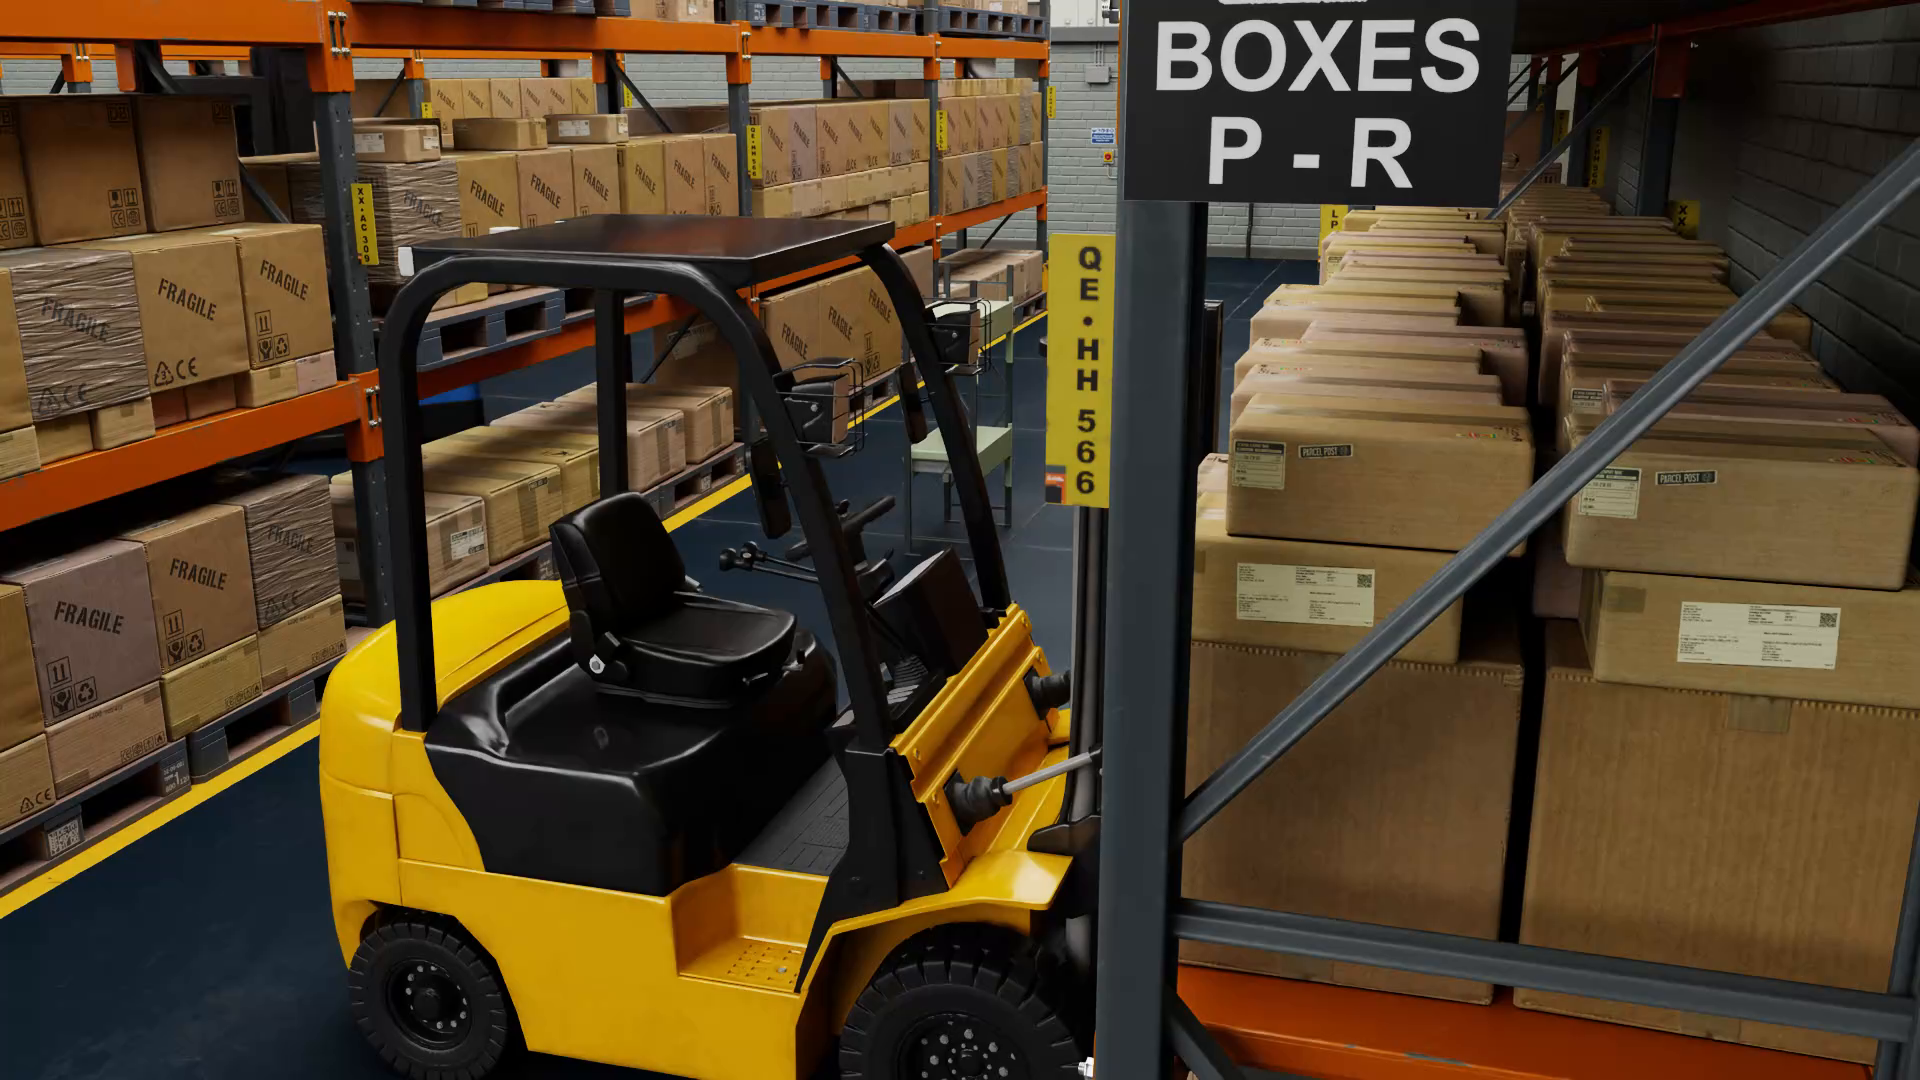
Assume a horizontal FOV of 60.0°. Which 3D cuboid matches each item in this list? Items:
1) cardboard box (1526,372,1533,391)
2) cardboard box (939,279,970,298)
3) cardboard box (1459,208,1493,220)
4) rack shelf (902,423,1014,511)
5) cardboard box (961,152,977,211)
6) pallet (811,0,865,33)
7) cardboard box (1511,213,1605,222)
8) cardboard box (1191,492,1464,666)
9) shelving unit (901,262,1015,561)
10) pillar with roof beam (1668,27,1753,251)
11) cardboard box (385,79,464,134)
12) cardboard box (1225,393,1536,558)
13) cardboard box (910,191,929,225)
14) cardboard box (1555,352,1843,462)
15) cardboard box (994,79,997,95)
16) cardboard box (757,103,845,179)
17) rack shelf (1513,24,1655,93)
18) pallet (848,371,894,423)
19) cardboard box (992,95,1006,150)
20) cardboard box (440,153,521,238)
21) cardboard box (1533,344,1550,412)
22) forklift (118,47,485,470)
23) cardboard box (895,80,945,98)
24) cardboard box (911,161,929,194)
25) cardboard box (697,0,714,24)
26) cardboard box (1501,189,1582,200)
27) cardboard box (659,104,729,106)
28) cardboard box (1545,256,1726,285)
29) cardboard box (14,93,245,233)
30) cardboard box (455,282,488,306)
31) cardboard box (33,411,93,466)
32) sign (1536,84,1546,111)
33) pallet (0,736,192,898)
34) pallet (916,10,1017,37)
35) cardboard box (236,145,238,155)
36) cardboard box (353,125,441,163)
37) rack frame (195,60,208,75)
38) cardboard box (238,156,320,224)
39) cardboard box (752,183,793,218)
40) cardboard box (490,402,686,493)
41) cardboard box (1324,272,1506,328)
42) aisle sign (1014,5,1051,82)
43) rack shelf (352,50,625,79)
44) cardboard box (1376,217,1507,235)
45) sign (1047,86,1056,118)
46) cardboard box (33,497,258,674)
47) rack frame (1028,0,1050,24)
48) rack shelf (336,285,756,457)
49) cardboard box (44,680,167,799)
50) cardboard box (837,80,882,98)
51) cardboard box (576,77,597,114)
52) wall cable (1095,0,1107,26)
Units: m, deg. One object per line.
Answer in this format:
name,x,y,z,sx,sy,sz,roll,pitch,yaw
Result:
cardboard box,1.656,-0.173,4.260,0.500,0.500,0.500,4,16,14
cardboard box,-0.400,-2.130,15.267,0.875,0.438,0.875,4,16,15
cardboard box,2.231,-1.460,7.607,0.380,0.149,0.250,5,16,16
rack shelf,-0.002,-0.406,9.208,0.431,0.370,0.720,5,16,16
cardboard box,-0.150,-3.286,15.236,0.500,0.500,0.500,5,17,16
pallet,-1.371,-3.776,11.993,1.003,0.211,1.213,5,17,18
cardboard box,2.524,-1.293,7.018,0.380,0.149,0.250,4,16,15
cardboard box,0.499,0.046,2.297,0.380,0.149,0.250,5,17,17
shelving unit,-0.002,-0.720,9.119,0.431,1.500,0.755,5,16,16
pillar with roof beam,-0.692,-4.383,8.292,9.100,9.000,0.400,5,16,16
cardboard box,-5.094,-4.133,15.844,0.500,0.500,0.500,5,17,17
cardboard box,0.568,-0.094,2.248,0.380,0.149,0.250,5,16,16
cardboard box,-0.567,-2.796,13.963,0.500,0.250,0.500,4,16,15
cardboard box,1.137,-0.192,2.591,0.380,0.149,0.250,5,17,17
cardboard box,0.143,-4.378,16.062,0.380,0.149,0.250,5,17,18
cardboard box,-1.150,-2.862,11.907,0.500,0.500,0.500,5,17,17
rack shelf,2.374,-2.148,7.226,1.077,0.370,4.000,5,16,16
pallet,-1.173,-1.135,12.945,1.003,0.211,1.213,5,16,16
cardboard box,0.138,-4.036,16.046,0.500,0.500,0.500,5,16,15
cardboard box,-2.405,-1.536,7.751,0.500,0.500,0.500,5,16,16
cardboard box,1.523,-0.381,3.802,0.380,0.149,0.250,4,16,14
forklift,-4.910,-2.024,11.095,3.031,2.935,1.130,-9,18,-28
cardboard box,-0.343,-3.908,14.407,0.380,0.149,0.250,4,16,15
cardboard box,-0.573,-3.039,13.904,0.500,0.250,0.500,5,16,16
cardboard box,-1.706,-3.182,10.013,0.380,0.149,0.250,5,16,16
cardboard box,2.944,-1.693,8.430,0.380,0.149,0.250,5,16,16
cardboard box,-1.784,-2.778,11.610,0.500,0.500,0.500,5,17,17
cardboard box,1.610,-0.591,4.000,0.380,0.149,0.250,4,16,15
cardboard box,-3.288,-1.486,6.509,0.700,0.500,0.500,4,16,15
cardboard box,-2.415,-1.177,7.675,0.380,0.149,0.250,5,17,17
cardboard box,-3.141,-0.352,5.535,0.380,0.149,0.250,4,16,15
sign,5.742,-4.328,16.390,0.100,0.325,0.005,5,16,16
pallet,-3.456,0.929,5.669,1.003,0.211,1.213,5,16,16
pallet,-0.090,-4.936,15.902,1.003,0.211,1.213,5,16,16
cardboard box,-5.977,-3.063,13.233,0.380,0.149,0.250,5,17,18
cardboard box,-2.482,-1.713,7.183,0.380,0.149,0.250,5,16,16
rack frame,-9.046,-4.820,20.824,1.000,3.000,0.127,5,16,16
cardboard box,-3.043,-1.443,7.424,0.500,0.500,0.500,4,16,15
cardboard box,-1.437,-2.240,11.088,0.500,0.250,0.500,5,16,15
cardboard box,-2.190,-0.555,9.836,0.950,0.372,0.625,4,16,15
cardboard box,0.999,-0.496,3.665,0.380,0.149,0.250,5,17,17
aisle sign,0.773,-5.297,17.742,0.394,0.787,0.004,5,16,16
rack shelf,-4.887,-4.982,17.219,1.077,0.370,4.000,5,16,16
cardboard box,1.460,-0.894,5.066,0.380,0.149,0.250,5,17,17
sign,0.972,-4.676,17.763,0.100,0.325,0.005,5,16,16
cardboard box,-3.008,0.157,6.173,0.500,0.500,0.500,5,17,17
rack frame,0.456,-6.937,17.296,1.000,3.000,0.127,5,16,16
rack shelf,-2.386,-1.089,8.989,1.077,0.370,4.000,5,16,16
cardboard box,-3.156,0.657,5.784,0.500,0.250,0.500,5,17,17
cardboard box,-0.899,-3.951,14.558,0.380,0.149,0.250,4,16,15
cardboard box,-4.211,-4.942,18.694,0.500,0.500,0.500,4,16,15
wall cable,1.802,-8.447,22.620,0.463,3.000,0.029,5,16,16
